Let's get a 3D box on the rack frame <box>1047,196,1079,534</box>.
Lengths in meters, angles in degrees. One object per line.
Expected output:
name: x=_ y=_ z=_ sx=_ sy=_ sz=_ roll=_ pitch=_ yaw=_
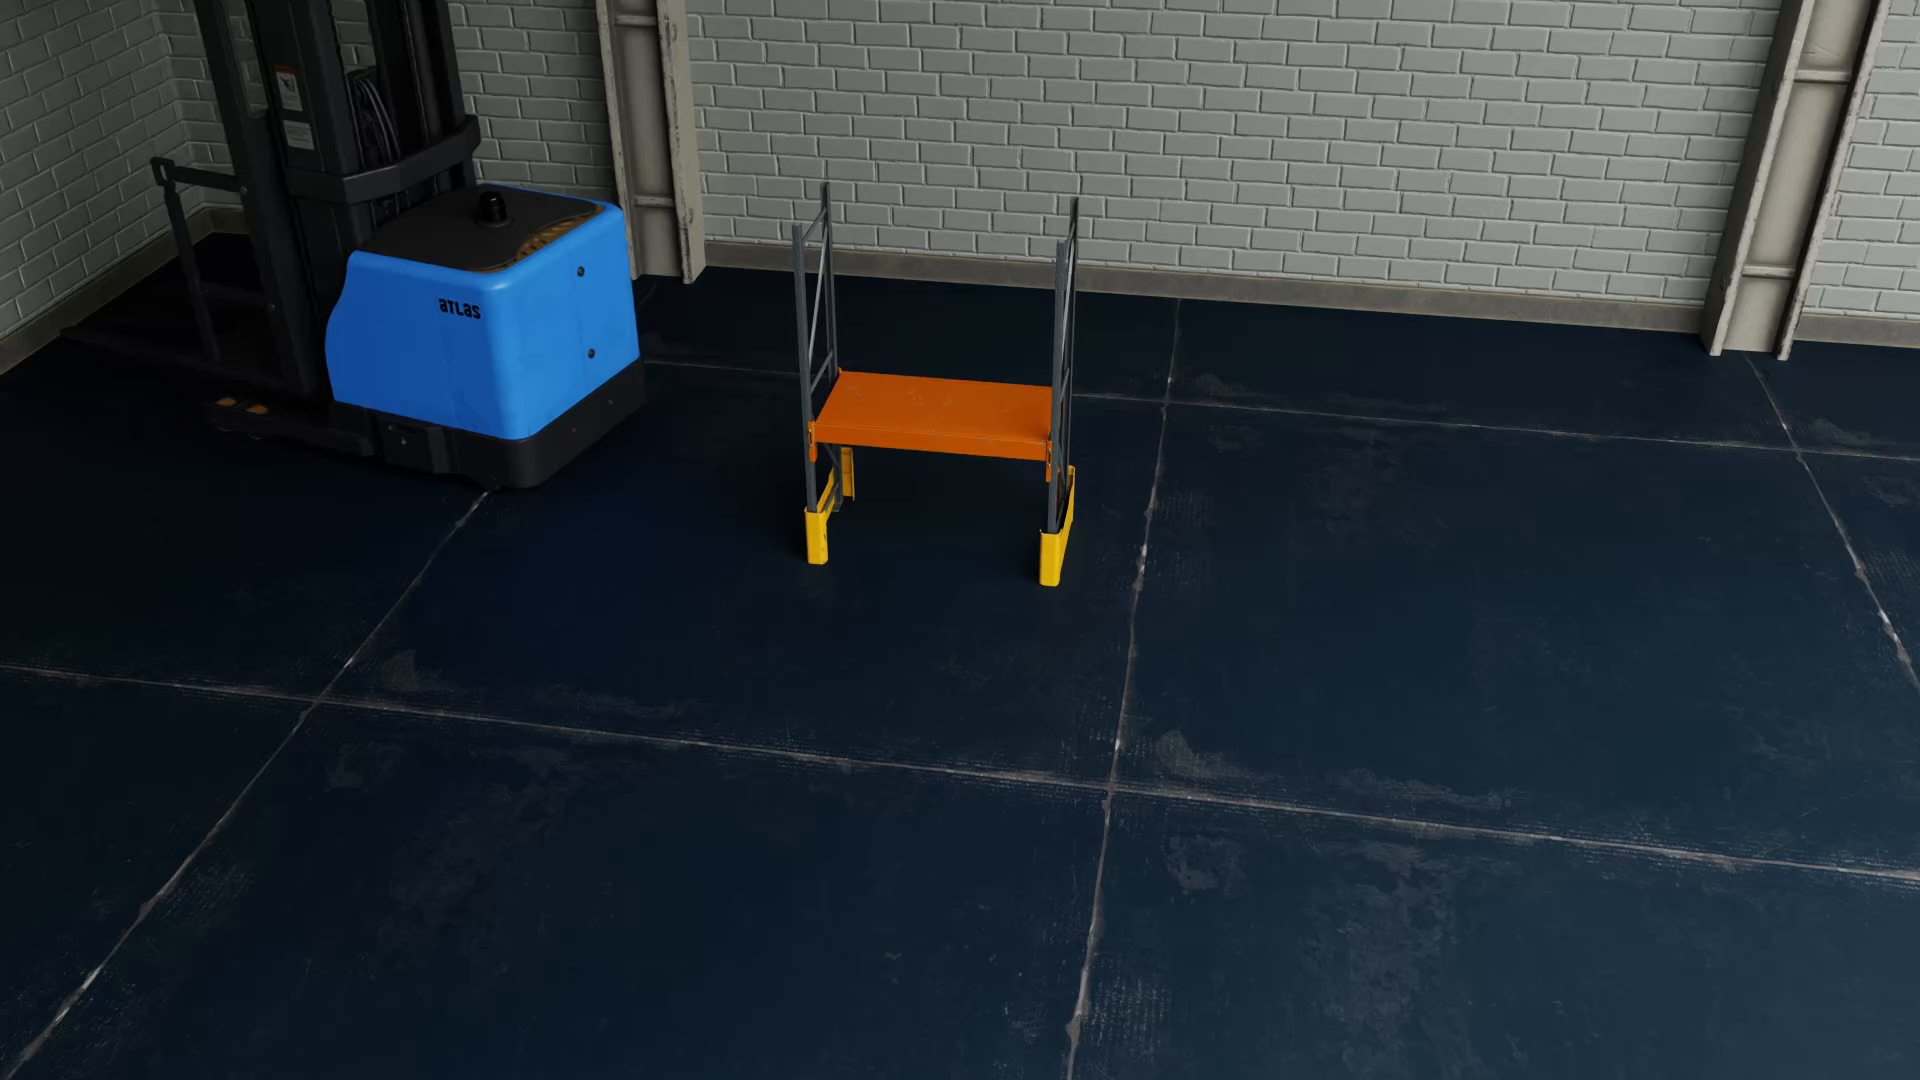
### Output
rack frame: x=0.417 y=-0.598 z=6.792 sx=0.032 sy=1.500 sz=0.500 roll=5 pitch=32 yaw=8

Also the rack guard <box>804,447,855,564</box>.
rack guard: x=-0.566 y=-0.157 z=7.266 sx=0.087 sy=0.250 sz=0.587 roll=5 pitch=32 yaw=8

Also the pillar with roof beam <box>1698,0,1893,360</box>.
pillar with roof beam: x=3.469 y=-2.607 z=2.934 sx=0.400 sy=9.000 sz=9.100 roll=5 pitch=32 yaw=8

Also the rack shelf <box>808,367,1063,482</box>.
rack shelf: x=-0.084 y=-0.491 z=6.960 sx=1.000 sy=0.185 sz=0.538 roll=5 pitch=32 yaw=8

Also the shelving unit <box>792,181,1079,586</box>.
shelving unit: x=-0.075 y=-0.643 z=6.863 sx=1.083 sy=1.500 sz=0.587 roll=5 pitch=32 yaw=8

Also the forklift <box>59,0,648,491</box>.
forklift: x=-3.109 y=-1.969 z=7.633 sx=3.031 sy=2.935 sz=1.130 roll=13 pitch=34 yaw=20

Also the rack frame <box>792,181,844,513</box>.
rack frame: x=-0.585 y=-0.689 z=6.937 sx=0.032 sy=1.500 sz=0.500 roll=5 pitch=32 yaw=8

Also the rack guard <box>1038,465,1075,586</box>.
rack guard: x=0.416 y=-0.068 z=7.124 sx=0.087 sy=0.250 sz=0.587 roll=5 pitch=32 yaw=8

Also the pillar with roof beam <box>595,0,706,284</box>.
pillar with roof beam: x=-2.445 y=-3.143 z=3.790 sx=0.400 sy=9.000 sz=9.100 roll=5 pitch=32 yaw=8
